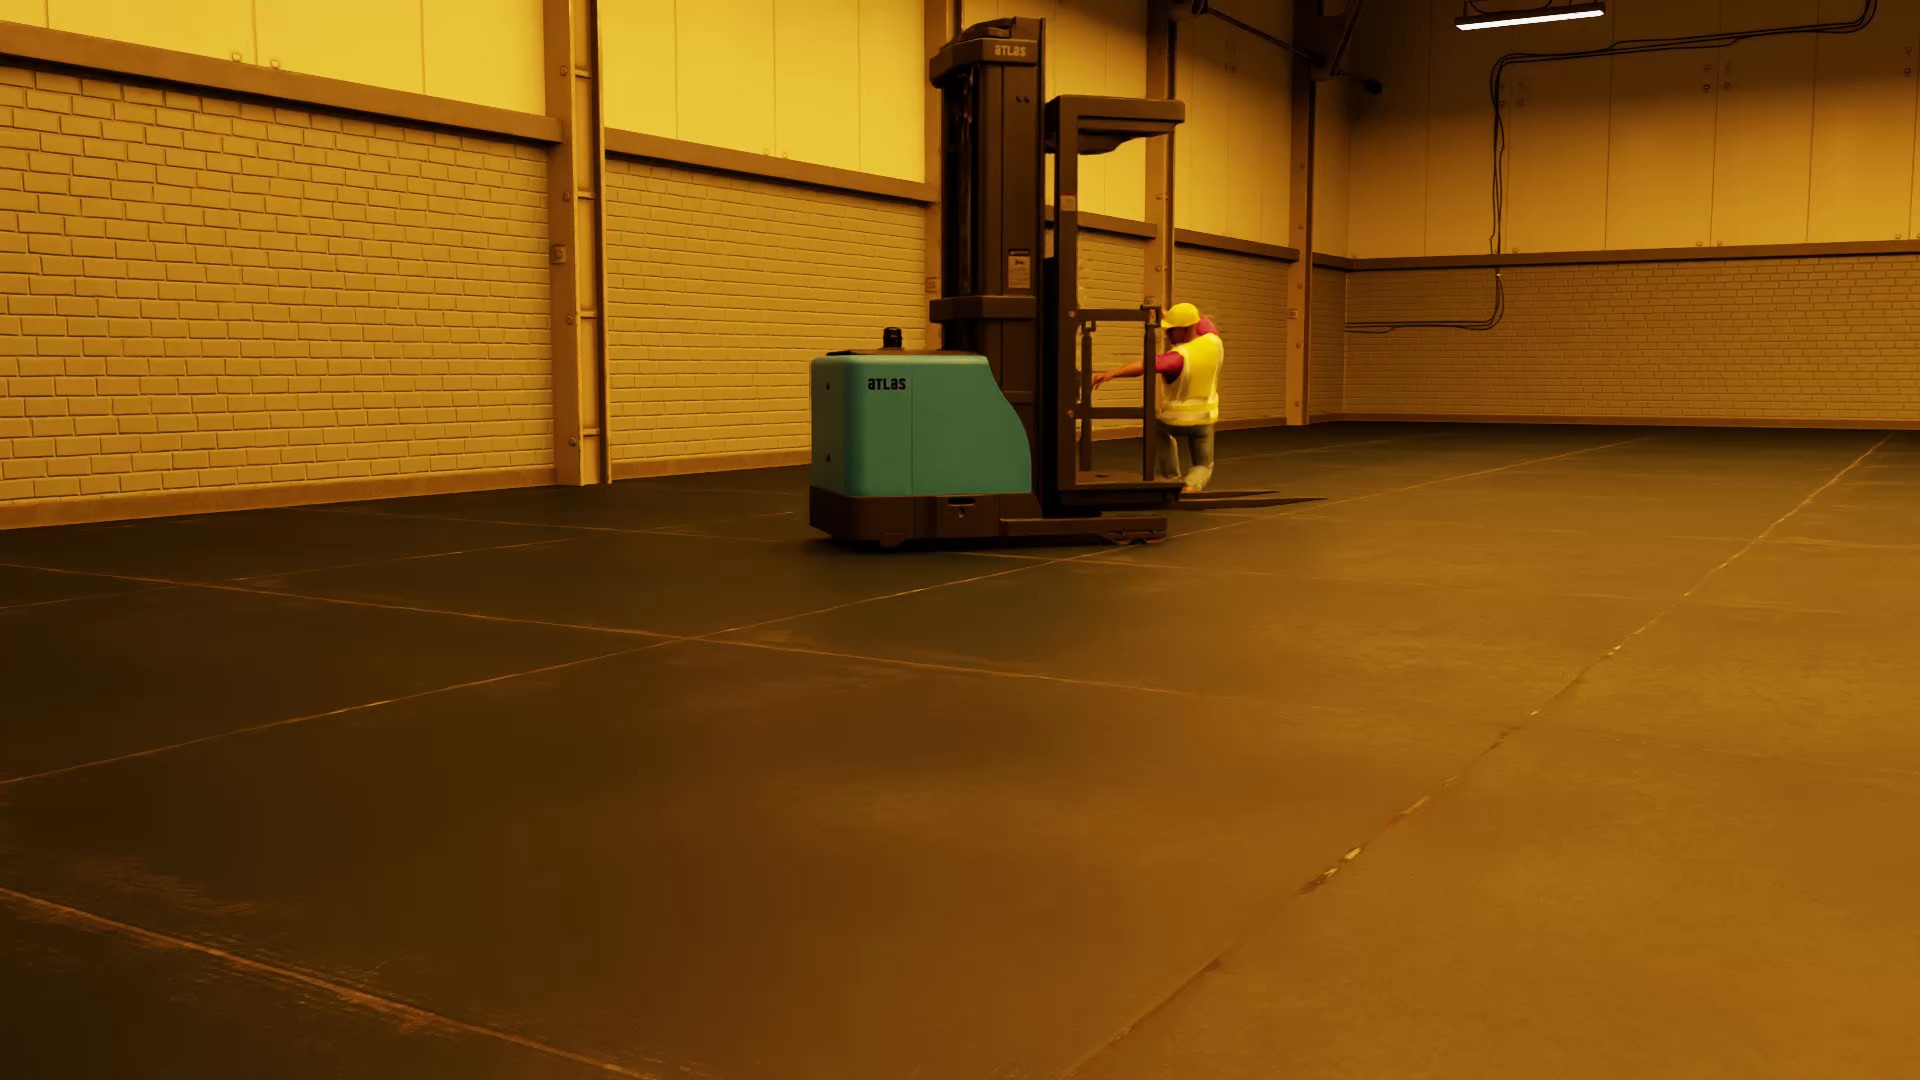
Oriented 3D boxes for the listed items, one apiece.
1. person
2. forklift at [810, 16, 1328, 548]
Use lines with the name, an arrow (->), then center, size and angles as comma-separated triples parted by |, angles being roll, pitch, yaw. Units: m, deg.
person -> 1.342, -0.962, 12.014 | 1.050, 1.475, 0.921 | -1, 6, -9
forklift -> 0.682, -1.476, 9.803 | 3.031, 2.935, 1.130 | -2, 6, -17
